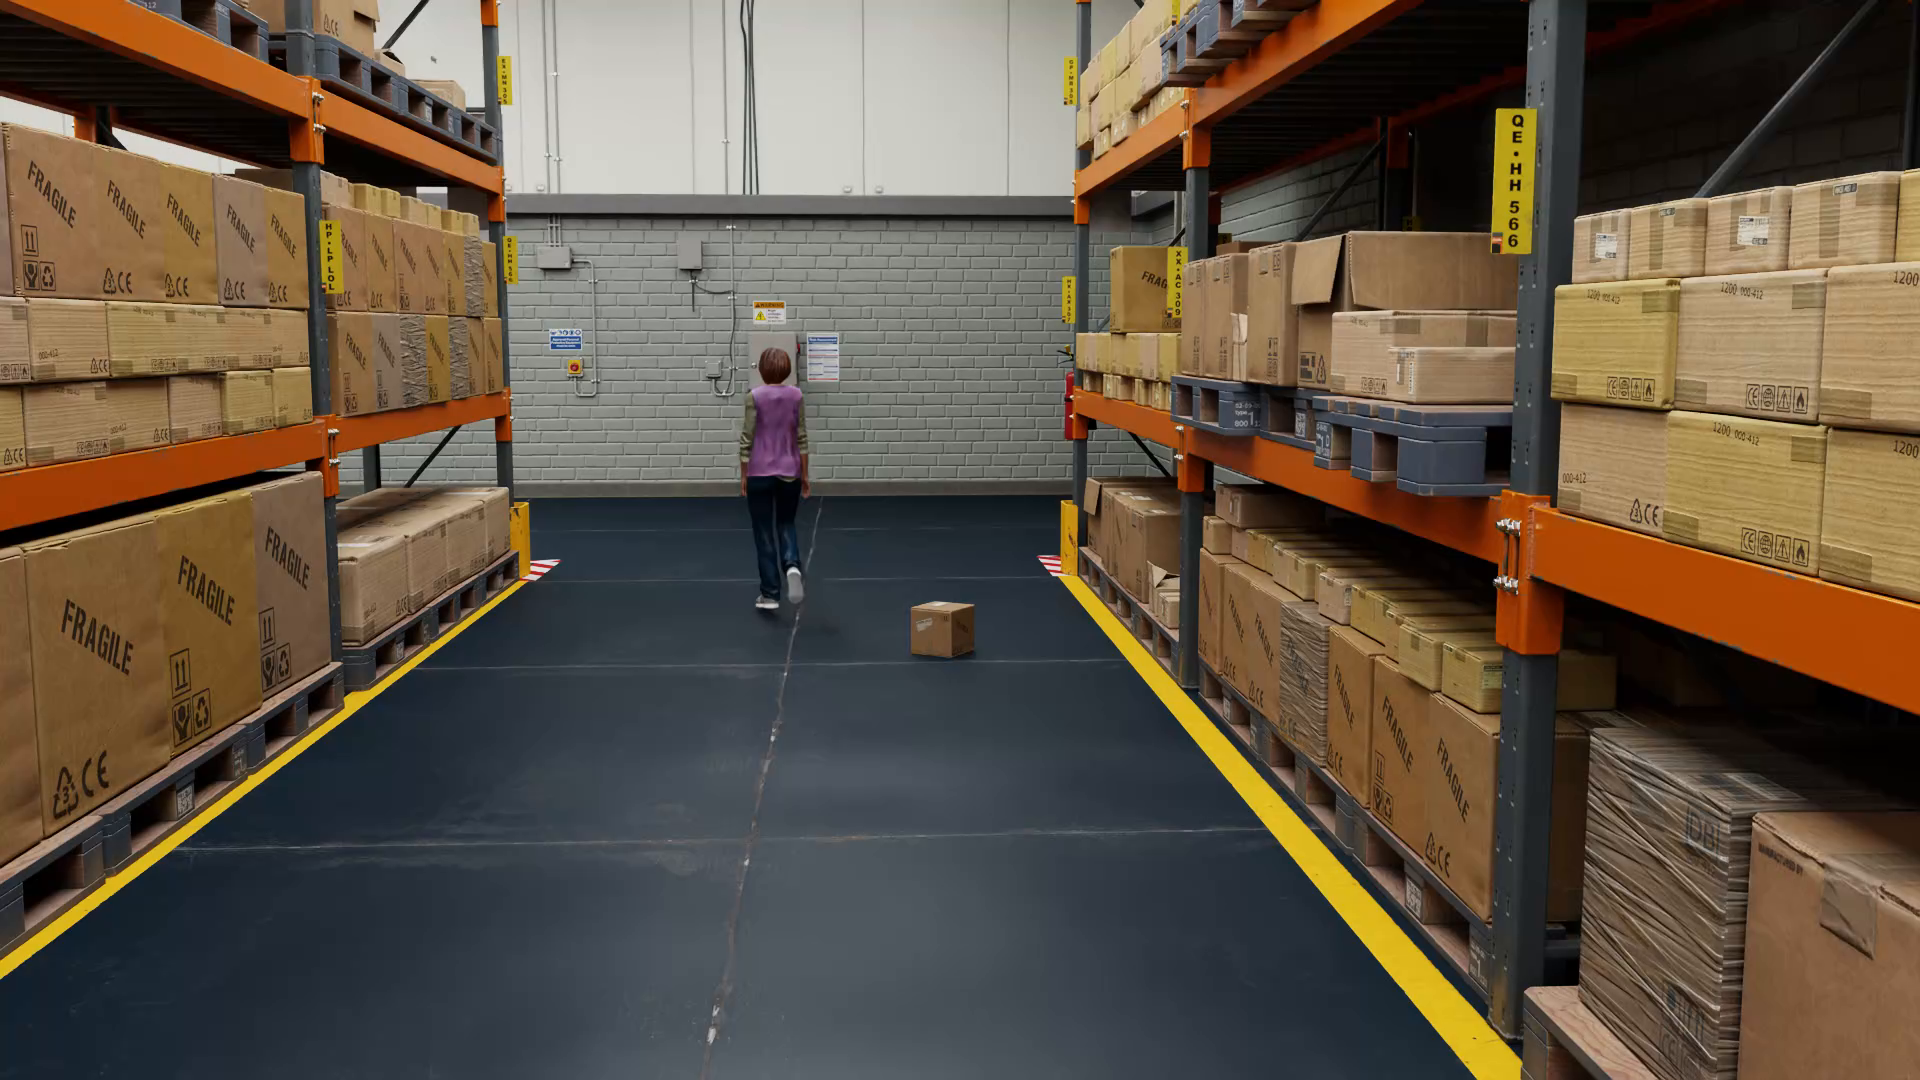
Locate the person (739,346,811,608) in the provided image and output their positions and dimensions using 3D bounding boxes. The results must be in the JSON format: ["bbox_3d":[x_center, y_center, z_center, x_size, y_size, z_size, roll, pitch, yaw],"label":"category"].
[{"bbox_3d":[-1.131,-0.374,10.111,0.436,1.596,0.432,-3,8,-26],"label":"person"}]
